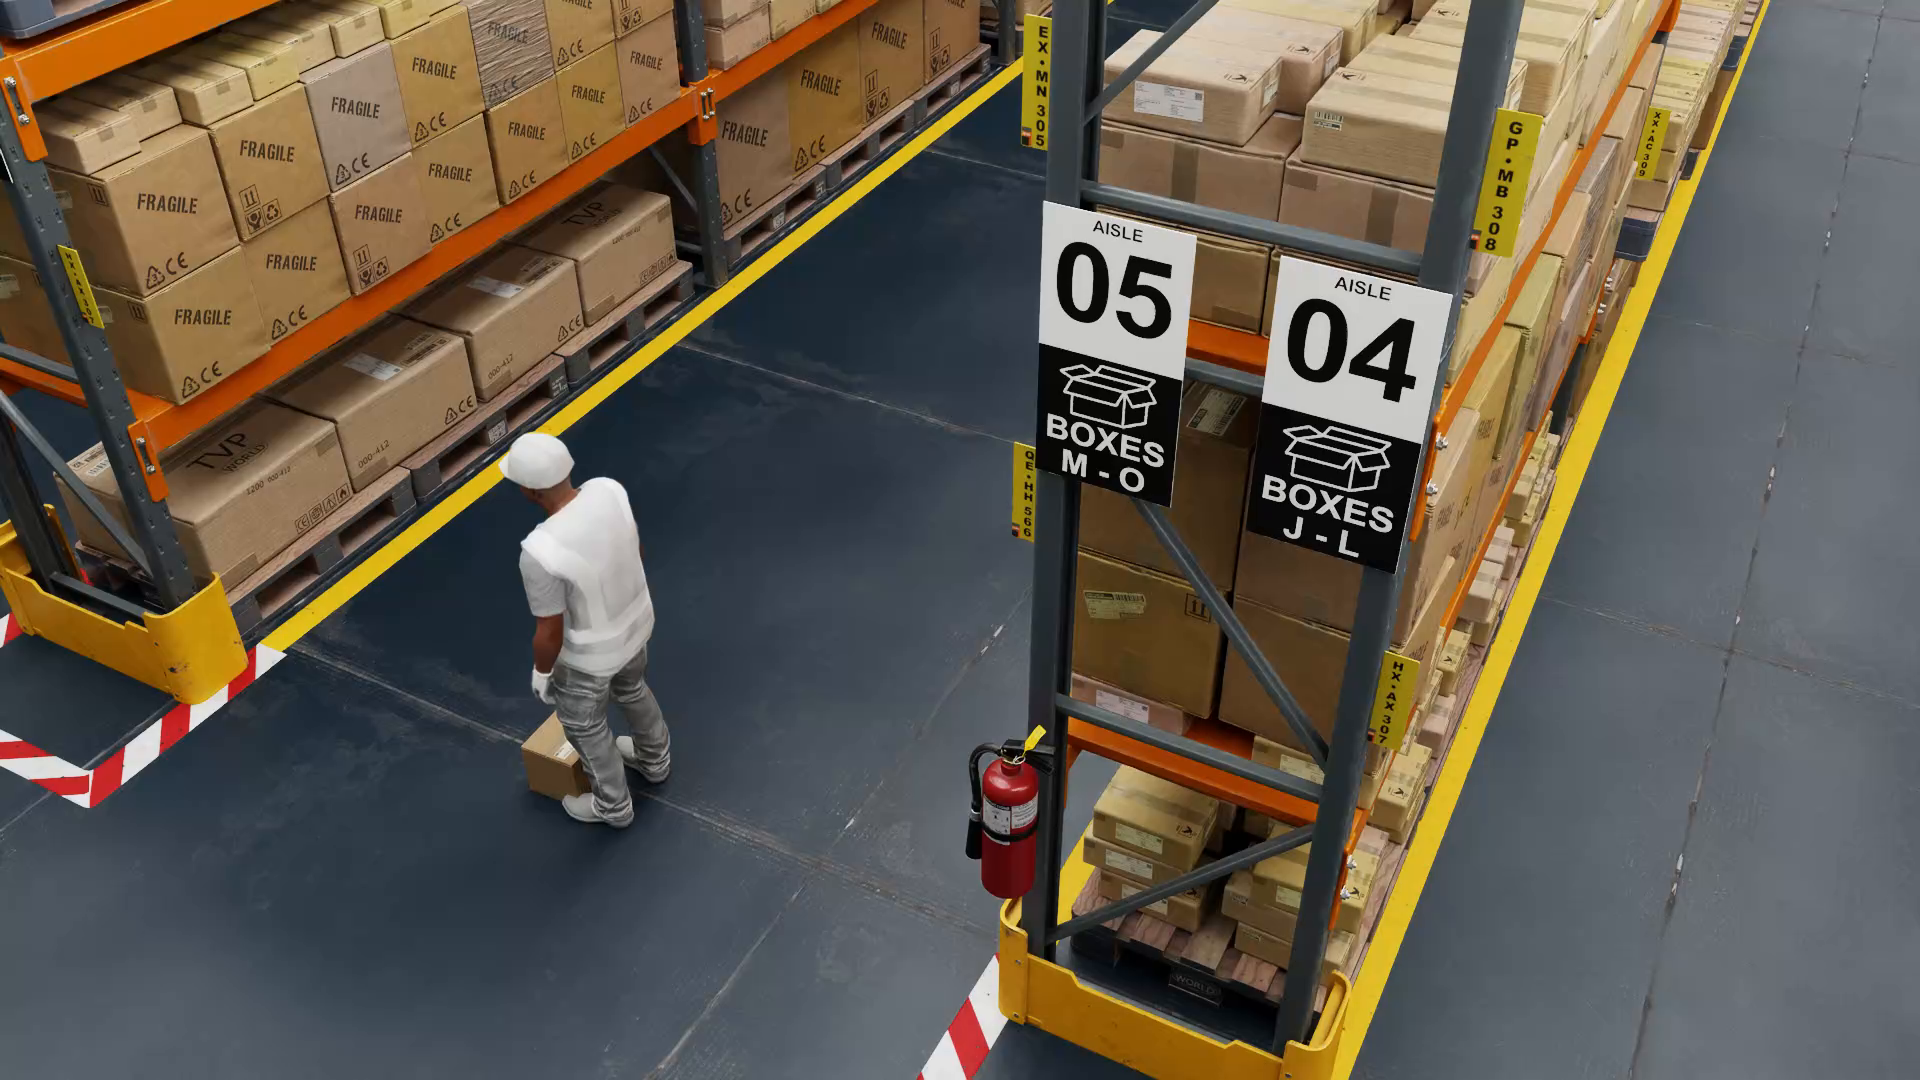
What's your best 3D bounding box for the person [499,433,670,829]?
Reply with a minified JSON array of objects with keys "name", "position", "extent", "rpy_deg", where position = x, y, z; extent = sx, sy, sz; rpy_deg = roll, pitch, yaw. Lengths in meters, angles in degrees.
[{"name":"person","position":[-1.400,0.350,6.286],"extent":[0.454,1.774,0.624],"rpy_deg":[17,41,21]}]
